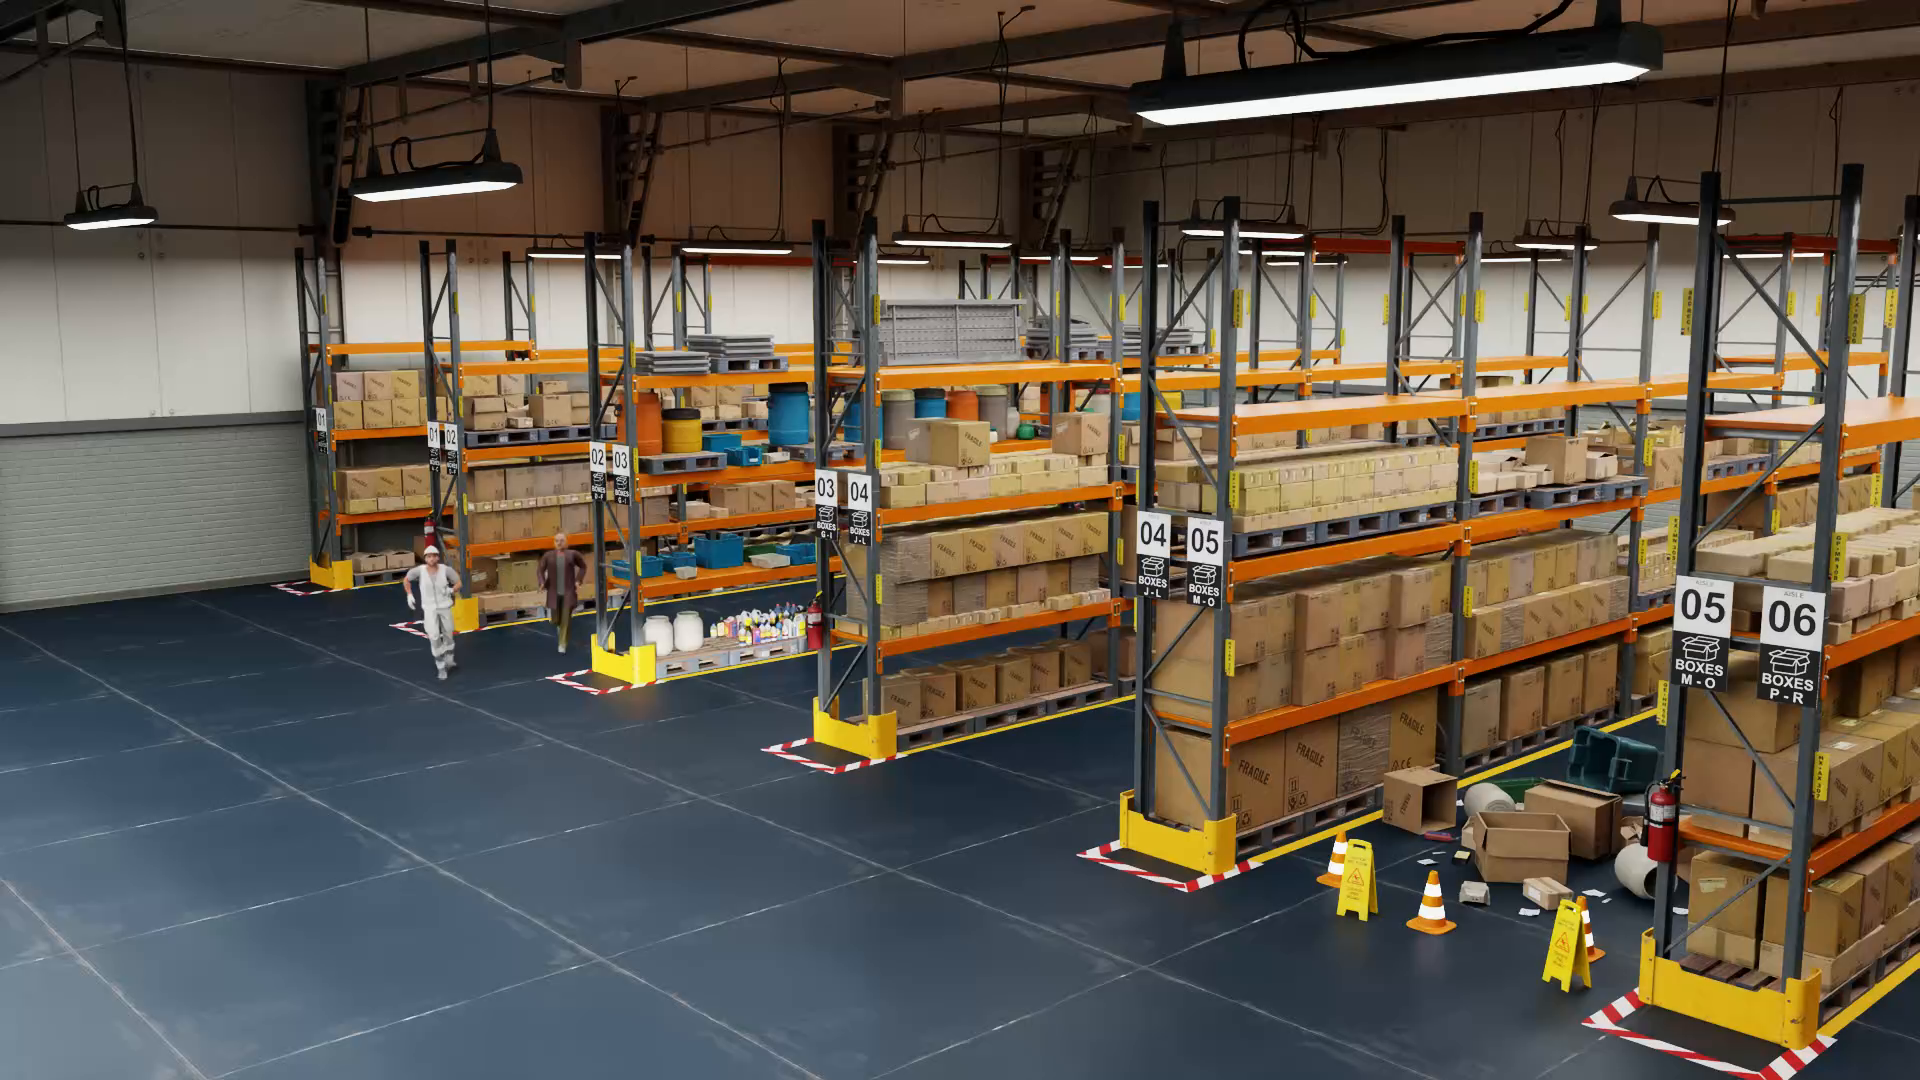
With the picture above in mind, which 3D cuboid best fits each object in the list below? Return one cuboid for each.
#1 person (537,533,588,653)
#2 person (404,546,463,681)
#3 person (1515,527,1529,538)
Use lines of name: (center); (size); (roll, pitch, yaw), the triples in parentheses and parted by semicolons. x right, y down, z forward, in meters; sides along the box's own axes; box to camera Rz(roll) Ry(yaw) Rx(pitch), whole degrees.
person: (-5.830, 0.750, 24.403); (0.723, 1.735, 0.806); (-1, 8, -7)
person: (-7.167, 0.976, 22.694); (0.761, 1.839, 0.722); (-3, 9, -19)
person: (8.813, 0.543, 25.870); (0.765, 1.659, 0.644); (-4, 9, -26)
